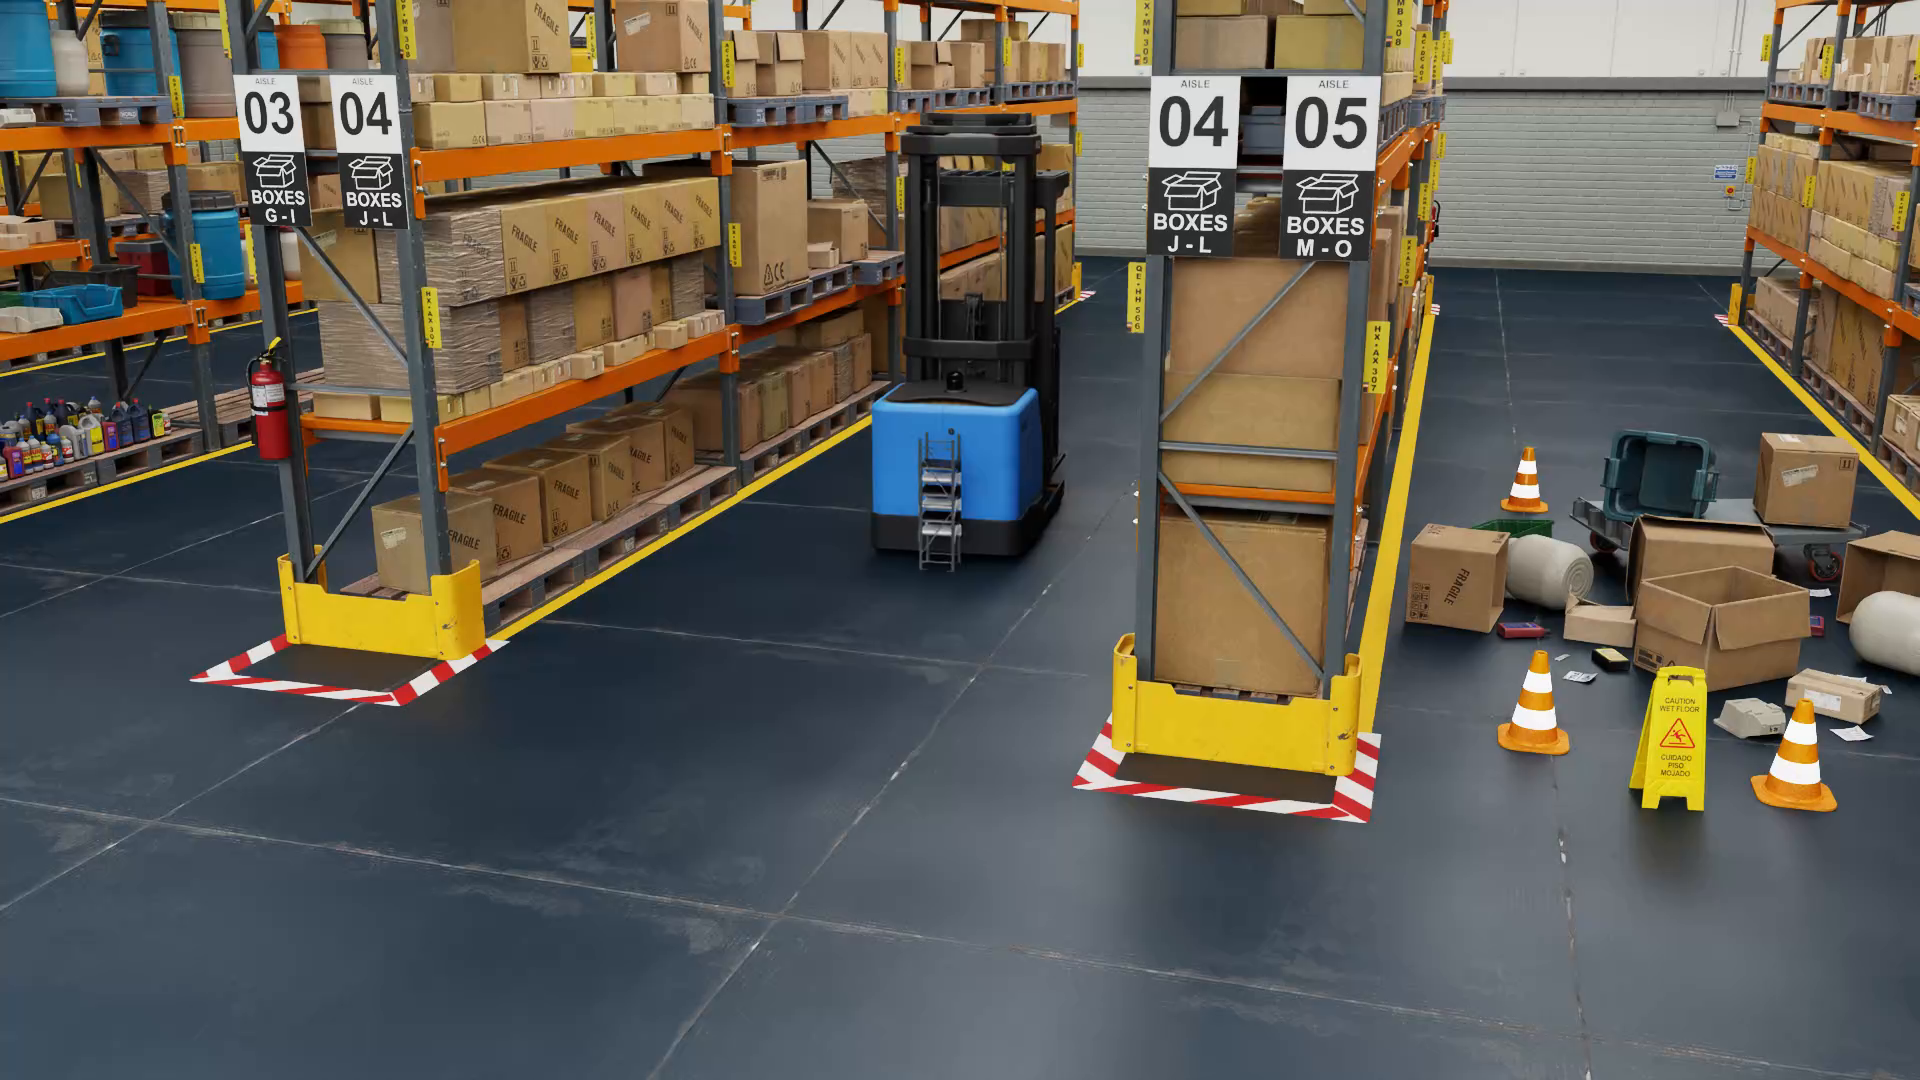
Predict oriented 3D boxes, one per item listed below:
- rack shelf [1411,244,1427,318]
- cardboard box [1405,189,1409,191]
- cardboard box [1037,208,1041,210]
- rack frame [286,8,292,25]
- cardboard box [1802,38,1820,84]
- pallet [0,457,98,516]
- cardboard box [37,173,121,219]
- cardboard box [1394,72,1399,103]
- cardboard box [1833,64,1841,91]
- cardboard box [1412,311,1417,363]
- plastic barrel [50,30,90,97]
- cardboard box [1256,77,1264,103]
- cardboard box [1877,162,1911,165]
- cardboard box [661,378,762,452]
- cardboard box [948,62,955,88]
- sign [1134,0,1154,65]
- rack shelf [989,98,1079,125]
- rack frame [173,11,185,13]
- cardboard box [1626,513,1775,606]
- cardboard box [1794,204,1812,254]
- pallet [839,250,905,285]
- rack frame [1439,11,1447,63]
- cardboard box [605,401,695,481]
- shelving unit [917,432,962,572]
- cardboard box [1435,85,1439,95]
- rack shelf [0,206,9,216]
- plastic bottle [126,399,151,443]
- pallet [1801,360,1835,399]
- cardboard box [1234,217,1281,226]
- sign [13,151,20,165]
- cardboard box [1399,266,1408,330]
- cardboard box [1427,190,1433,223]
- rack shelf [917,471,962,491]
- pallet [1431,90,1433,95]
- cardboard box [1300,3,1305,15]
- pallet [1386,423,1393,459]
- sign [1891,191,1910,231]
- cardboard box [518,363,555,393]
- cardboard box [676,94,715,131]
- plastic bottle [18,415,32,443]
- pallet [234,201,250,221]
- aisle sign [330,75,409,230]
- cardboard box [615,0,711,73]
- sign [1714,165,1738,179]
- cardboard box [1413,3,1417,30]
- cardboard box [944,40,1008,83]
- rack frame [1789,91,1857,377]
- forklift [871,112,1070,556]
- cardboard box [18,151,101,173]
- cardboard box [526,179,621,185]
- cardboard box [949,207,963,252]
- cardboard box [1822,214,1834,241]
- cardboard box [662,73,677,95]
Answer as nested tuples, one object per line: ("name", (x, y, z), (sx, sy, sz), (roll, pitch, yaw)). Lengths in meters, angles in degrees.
("rack shelf", (4.191, -2.685, 17.118), (1.077, 0.370, 4.000), (5, 16, 16))
("cardboard box", (4.757, -3.731, 18.088), (0.380, 0.149, 0.250), (4, 16, 14))
("cardboard box", (0.853, -4.533, 22.045), (0.500, 0.250, 0.500), (5, 16, 16))
("rack frame", (-9.464, -7.621, 22.207), (1.000, 3.000, 0.127), (5, 16, 16))
("cardboard box", (9.954, -5.469, 18.981), (0.500, 0.500, 0.500), (5, 17, 17))
("pallet", (-7.565, -0.422, 12.932), (1.003, 0.211, 1.213), (5, 16, 16))
("cardboard box", (-10.530, -4.112, 19.876), (0.700, 0.500, 0.500), (-1, 16, -3))
("cardboard box", (2.041, -2.316, 8.510), (0.380, 0.149, 0.250), (5, 16, 16))
("cardboard box", (9.057, -4.674, 16.790), (0.396, 0.266, 0.258), (4, 16, 15))
("cardboard box", (4.645, -2.207, 17.923), (0.500, 0.500, 0.500), (4, 16, 15))
("plastic barrel", (-7.300, -3.858, 13.463), (0.421, 0.512, 0.421), (0, 16, 0))
("cardboard box", (1.336, -2.300, 8.451), (0.380, 0.149, 0.250), (5, 17, 16))
("cardboard box", (9.648, -3.590, 16.973), (0.500, 0.500, 0.500), (5, 17, 18))
("cardboard box", (-2.045, -1.041, 13.776), (0.700, 0.500, 0.500), (3, 16, 12))
("cardboard box", (-0.365, -5.288, 18.872), (0.500, 0.311, 0.500), (4, 16, 14))
("sign", (0.833, -2.292, 7.437), (0.100, 0.325, 0.005), (5, 16, 16))
("rack shelf", (0.601, -5.586, 21.847), (1.077, 0.370, 4.000), (5, 16, 16))
("rack frame", (-13.078, -9.051, 27.247), (1.000, 3.000, 0.127), (5, 16, 16))
("cardboard box", (4.454, 0.177, 10.035), (0.797, 0.637, 0.503), (5, 16, 16))
("cardboard box", (9.421, -3.386, 18.088), (0.500, 0.500, 0.500), (5, 17, 16))
("pallet", (-1.204, -2.632, 15.964), (1.213, 0.211, 1.003), (5, 16, 16))
("rack frame", (5.896, -7.487, 21.735), (1.000, 3.000, 0.127), (5, 16, 16))
("cardboard box", (-2.392, -0.771, 12.860), (0.500, 0.500, 0.500), (4, 16, 14))
("shelving unit", (-0.134, -0.251, 11.065), (0.258, 0.900, 0.210), (3, 16, 11))
("cardboard box", (5.144, -5.026, 18.830), (0.500, 0.250, 0.500), (5, 17, 19))
("rack shelf", (-14.783, -4.249, 22.630), (1.077, 0.370, 4.000), (5, 16, 16))
("plastic bottle", (-6.896, -1.003, 13.917), (0.144, 0.351, 0.185), (4, 16, 14))
("pallet", (9.387, -1.648, 17.252), (1.003, 0.211, 1.213), (5, 16, 16))
("cardboard box", (1.875, -1.537, 9.496), (0.875, 0.550, 0.500), (5, 16, 16))
("sign", (-13.691, -5.597, 24.090), (0.100, 0.325, 0.005), (5, 16, 16))
("cardboard box", (3.181, -1.889, 12.809), (0.500, 0.500, 0.500), (5, 16, 16))
("cardboard box", (5.454, -4.115, 20.111), (0.500, 0.500, 0.500), (4, 16, 15))
("rack shelf", (-0.134, -0.392, 11.025), (0.258, 0.077, 0.200), (3, 16, 11))
("pallet", (4.190, -4.482, 16.983), (1.213, 0.211, 1.003), (5, 16, 16))
("cardboard box", (1.913, -3.216, 10.218), (0.380, 0.149, 0.250), (4, 16, 15))
("pallet", (3.327, -0.966, 14.849), (1.003, 0.211, 1.213), (5, 16, 16))
("sign", (7.865, -2.750, 13.905), (0.100, 0.325, 0.005), (5, 16, 16))
("cardboard box", (-2.764, -1.021, 10.394), (0.380, 0.149, 0.250), (5, 16, 16))
("cardboard box", (-2.120, -3.104, 12.054), (0.500, 0.250, 0.500), (5, 17, 18))
("plastic bottle", (-7.676, -0.886, 13.650), (0.097, 0.271, 0.097), (0, 16, 0))
("pallet", (-9.796, -4.442, 22.344), (1.003, 0.211, 1.213), (5, 16, 16))
("aisle sign", (-3.107, -2.037, 8.751), (0.394, 0.787, 0.004), (5, 16, 16))
("cardboard box", (-2.124, -3.610, 11.918), (0.500, 0.500, 0.500), (4, 16, 14))
("sign", (12.222, -5.870, 26.534), (0.327, 0.218, 0.001), (5, 16, 16))
("cardboard box", (2.616, -3.231, 10.273), (0.380, 0.149, 0.250), (5, 16, 16))
("cardboard box", (0.198, -5.916, 20.558), (0.700, 0.500, 0.500), (4, 16, 13))
("rack frame", (9.534, -3.197, 17.604), (1.000, 3.000, 0.127), (5, 16, 16))
("forklift", (0.194, -1.663, 12.320), (1.130, 2.935, 3.031), (3, 16, 11))
("cardboard box", (-13.832, -5.593, 25.503), (0.980, 0.700, 0.700), (4, 16, 14))
("cardboard box", (-2.753, -2.316, 11.937), (0.500, 0.500, 0.500), (5, 16, 16))
("cardboard box", (-0.274, -3.473, 18.395), (0.500, 0.500, 0.500), (5, 16, 16))
("cardboard box", (9.018, -3.134, 16.739), (0.500, 0.250, 0.500), (5, 17, 17))
("cardboard box", (-2.208, -3.193, 11.636), (0.380, 0.149, 0.250), (4, 16, 13))
